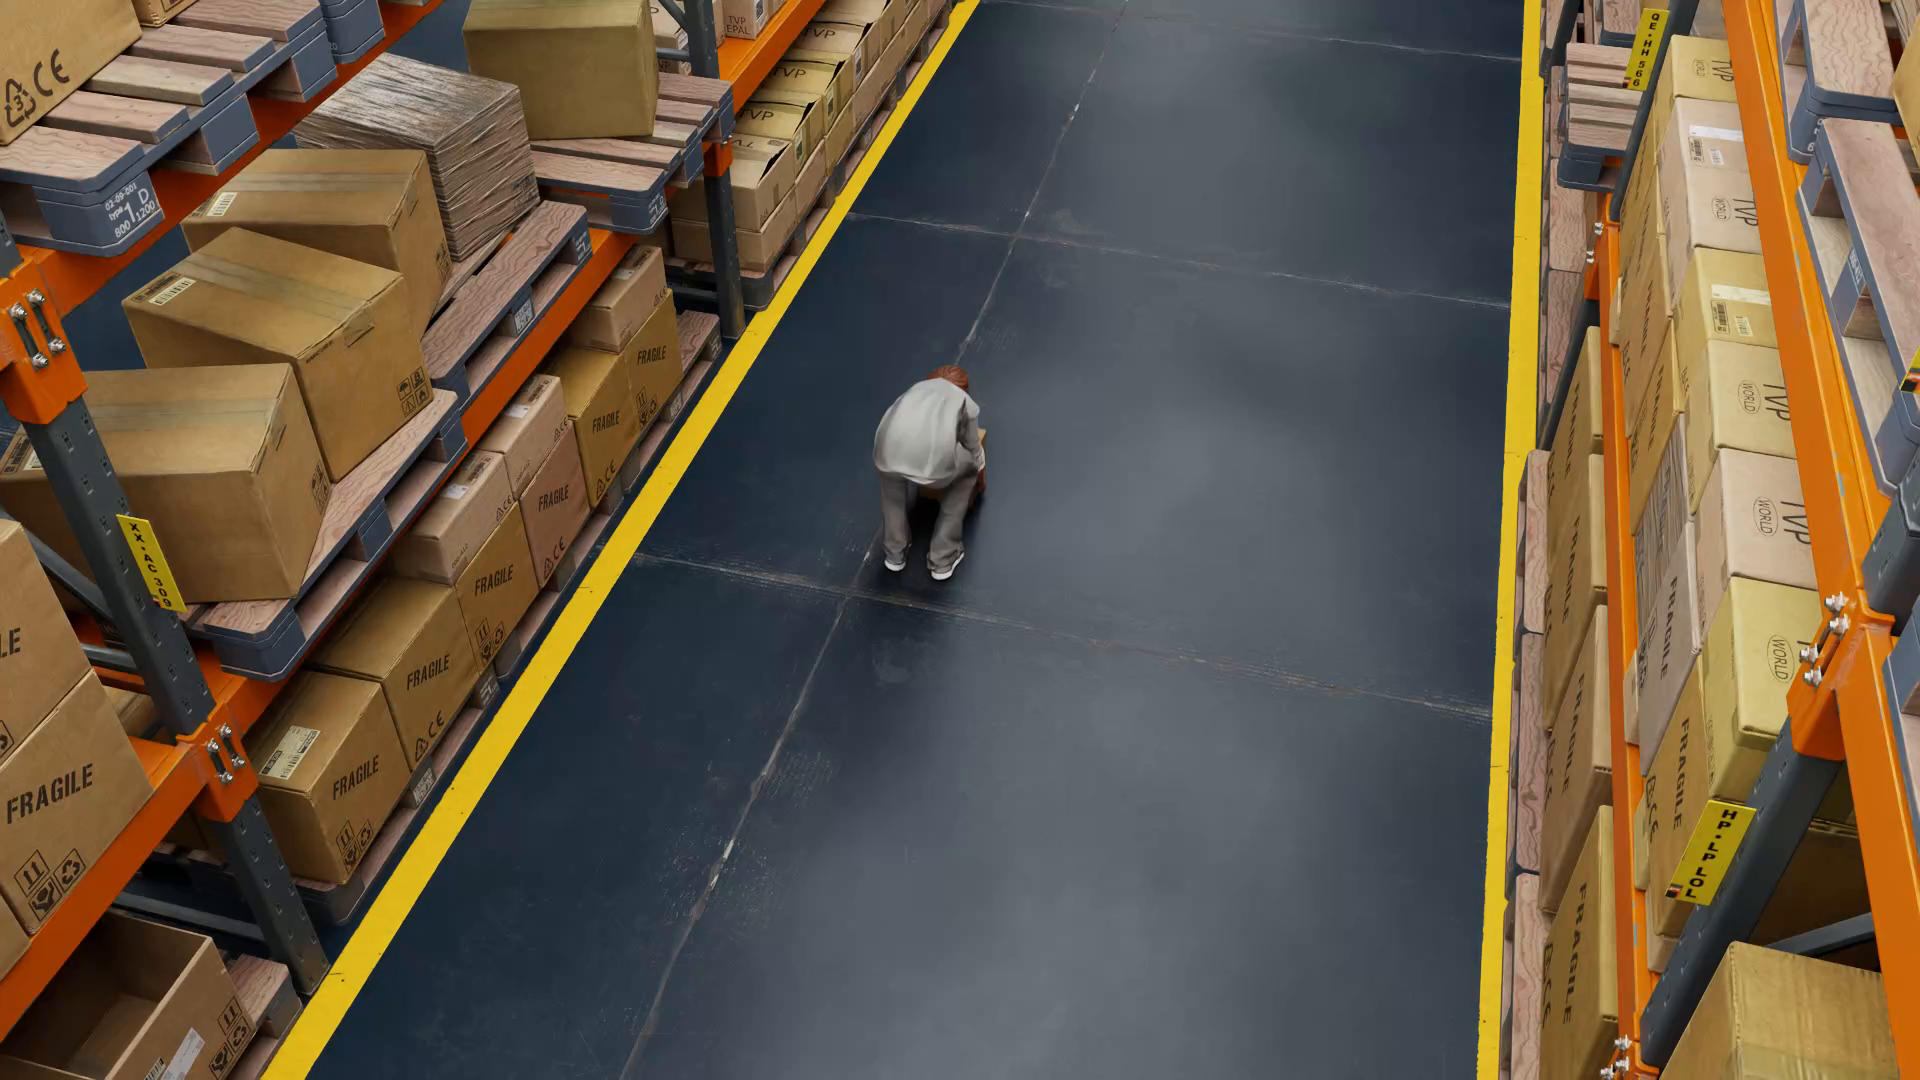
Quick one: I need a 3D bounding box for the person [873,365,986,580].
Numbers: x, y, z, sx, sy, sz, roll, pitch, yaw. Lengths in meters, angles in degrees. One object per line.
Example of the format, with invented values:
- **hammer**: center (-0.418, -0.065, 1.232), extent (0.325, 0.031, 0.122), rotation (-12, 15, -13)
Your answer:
- **person**: center (-0.128, -0.338, 7.091), extent (0.425, 0.873, 0.853), rotation (8, 42, 9)
